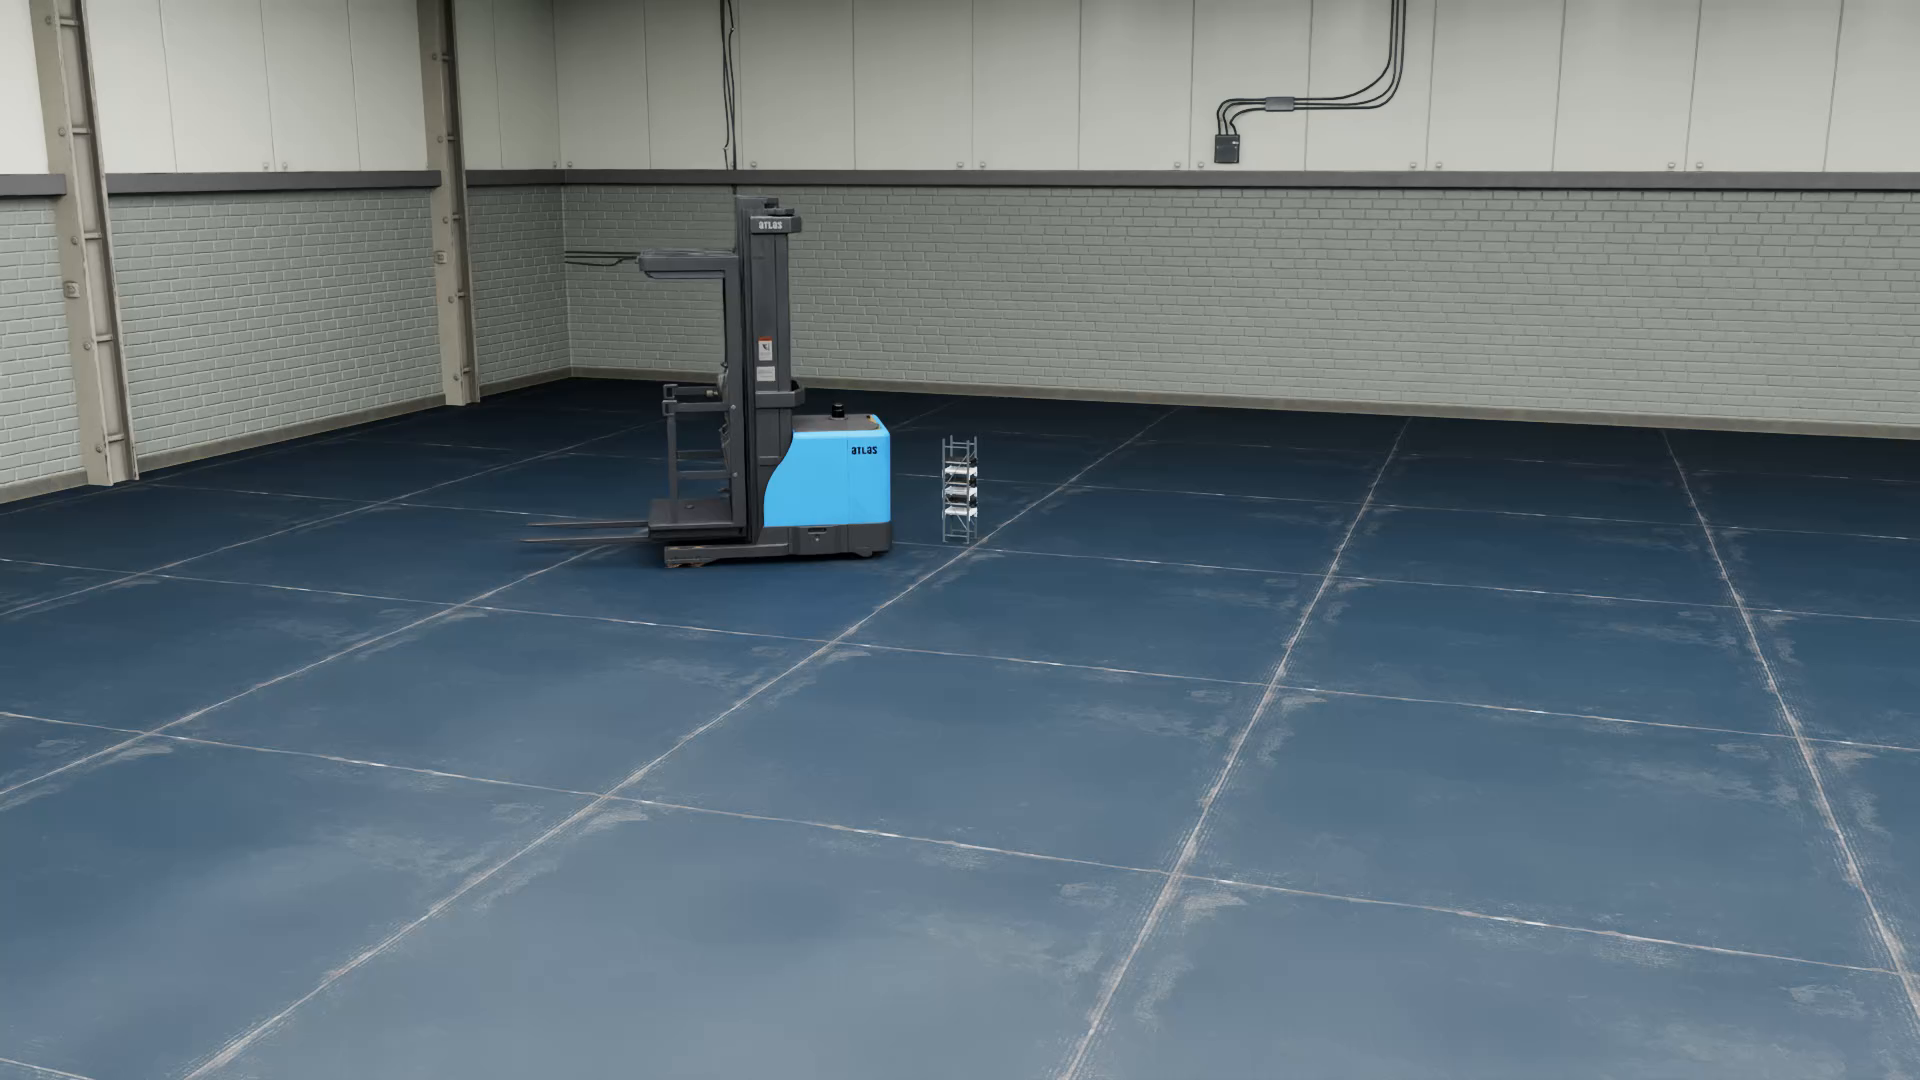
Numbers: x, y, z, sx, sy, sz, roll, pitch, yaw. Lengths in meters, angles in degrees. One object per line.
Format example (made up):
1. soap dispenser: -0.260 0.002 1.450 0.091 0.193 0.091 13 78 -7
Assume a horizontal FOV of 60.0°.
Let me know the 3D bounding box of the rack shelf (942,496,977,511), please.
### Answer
1. rack shelf: -0.003 -0.317 14.408 0.258 0.077 0.200 4 14 18

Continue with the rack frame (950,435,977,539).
1. rack frame: 0.030 -0.458 14.474 0.240 0.900 0.006 4 14 18

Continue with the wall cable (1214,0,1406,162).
1. wall cable: 4.400 -7.748 20.571 2.305 6.003 0.169 4 14 18

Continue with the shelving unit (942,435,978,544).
1. shelving unit: -0.003 -0.437 14.380 0.258 0.900 0.210 4 14 18

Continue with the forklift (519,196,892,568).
1. forklift: -2.127 -1.331 13.732 3.031 2.935 1.130 -2 13 -9

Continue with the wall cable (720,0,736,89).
1. wall cable: -2.018 -7.531 22.889 3.097 2.526 0.112 4 14 18

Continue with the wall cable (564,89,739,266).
1. wall cable: -4.578 -5.263 24.304 3.097 2.526 0.112 4 14 18

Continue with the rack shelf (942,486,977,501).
1. rack shelf: -0.003 -0.405 14.388 0.258 0.077 0.200 4 14 18

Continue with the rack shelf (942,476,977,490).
1. rack shelf: -0.003 -0.492 14.368 0.258 0.077 0.200 4 14 18

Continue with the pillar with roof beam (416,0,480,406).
1. pillar with roof beam: -2.709 -5.942 20.300 9.100 9.000 0.400 4 14 18

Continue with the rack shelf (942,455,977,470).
1. rack shelf: -0.003 -0.668 14.328 0.258 0.077 0.200 4 14 18

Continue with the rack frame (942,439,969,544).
1. rack frame: -0.036 -0.416 14.287 0.240 0.900 0.006 4 14 18

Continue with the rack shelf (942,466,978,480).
1. rack shelf: -0.003 -0.580 14.348 0.258 0.077 0.200 4 14 18

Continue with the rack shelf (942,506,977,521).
1. rack shelf: -0.003 -0.229 14.428 0.258 0.077 0.200 4 14 18

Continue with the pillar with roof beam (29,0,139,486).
1. pillar with roof beam: -4.650 -4.679 14.765 9.100 9.000 0.400 4 14 18
